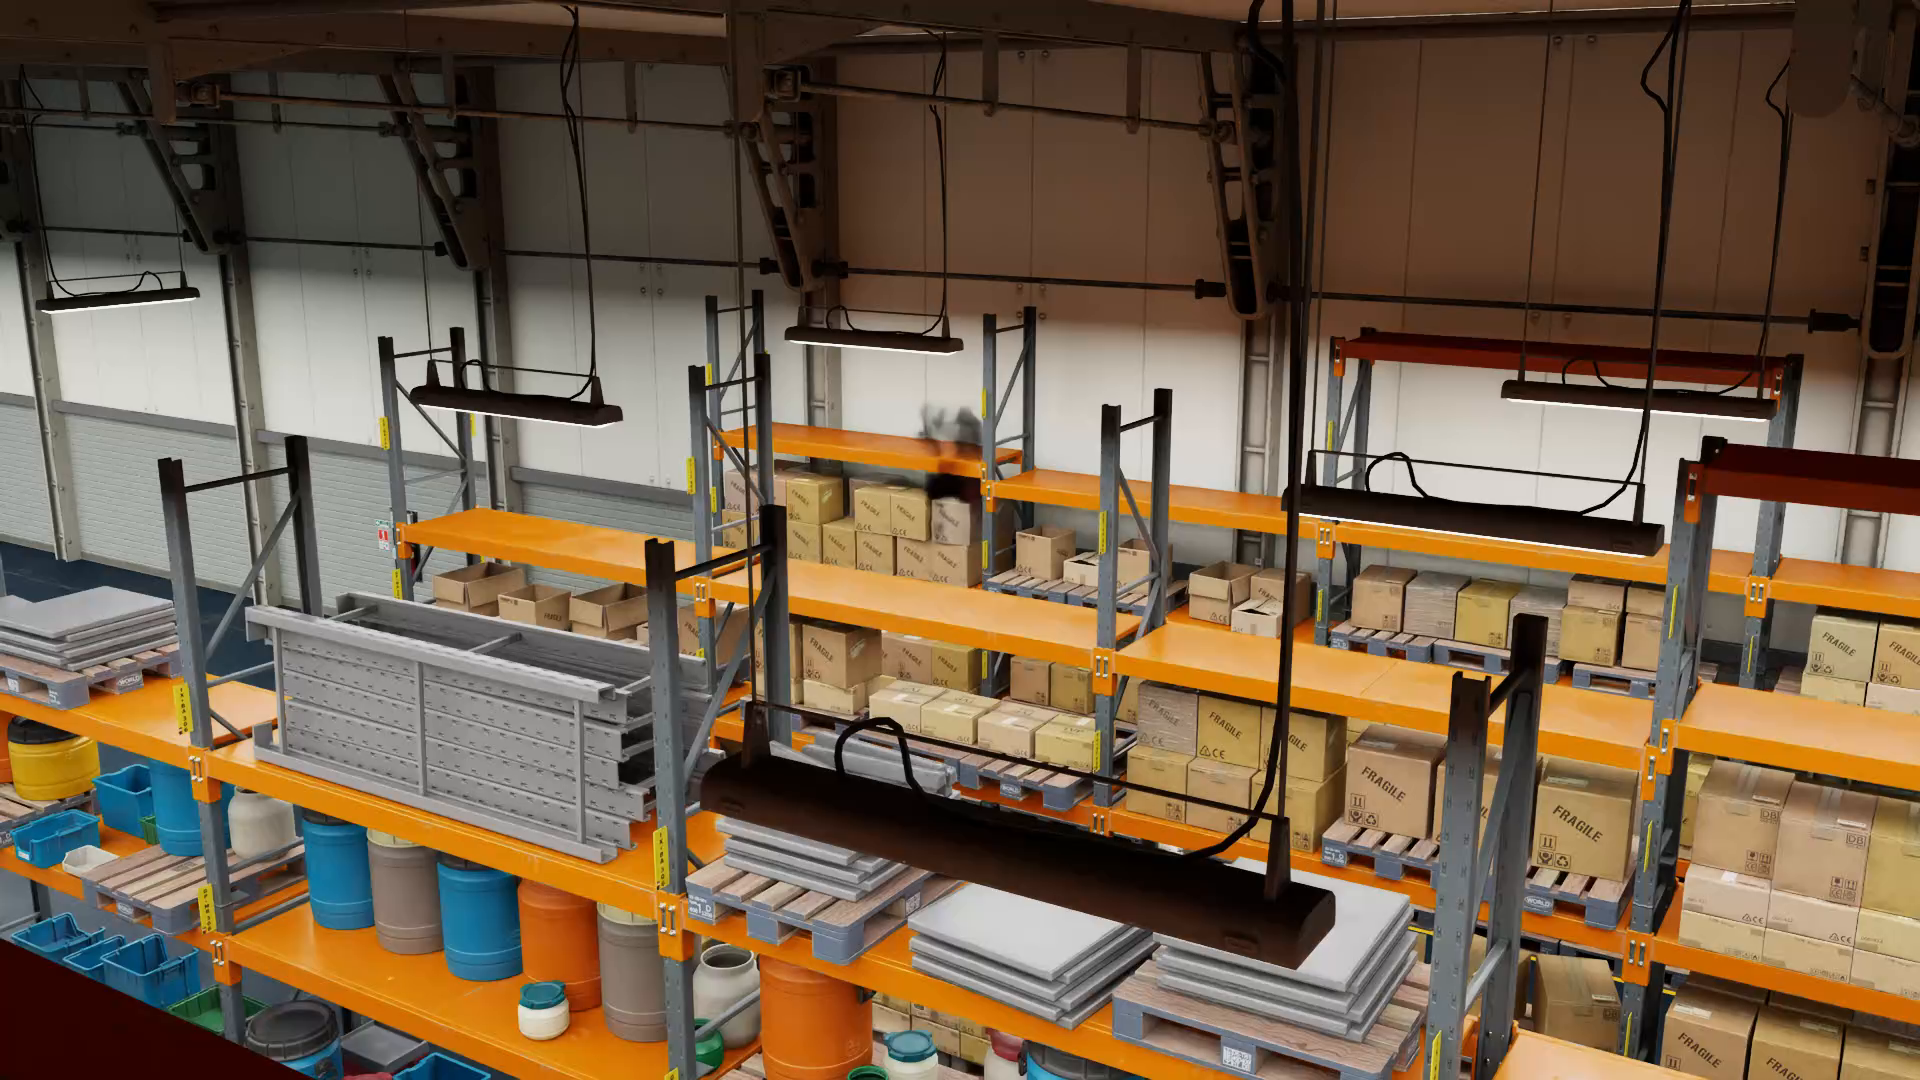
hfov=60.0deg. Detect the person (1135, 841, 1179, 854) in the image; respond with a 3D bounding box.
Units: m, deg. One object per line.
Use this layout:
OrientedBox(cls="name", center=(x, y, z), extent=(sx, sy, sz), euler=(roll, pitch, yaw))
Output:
OrientedBox(cls="person", center=(1.916, 3.351, 16.076), extent=(0.738, 1.806, 0.671), euler=(6, 15, 24))
